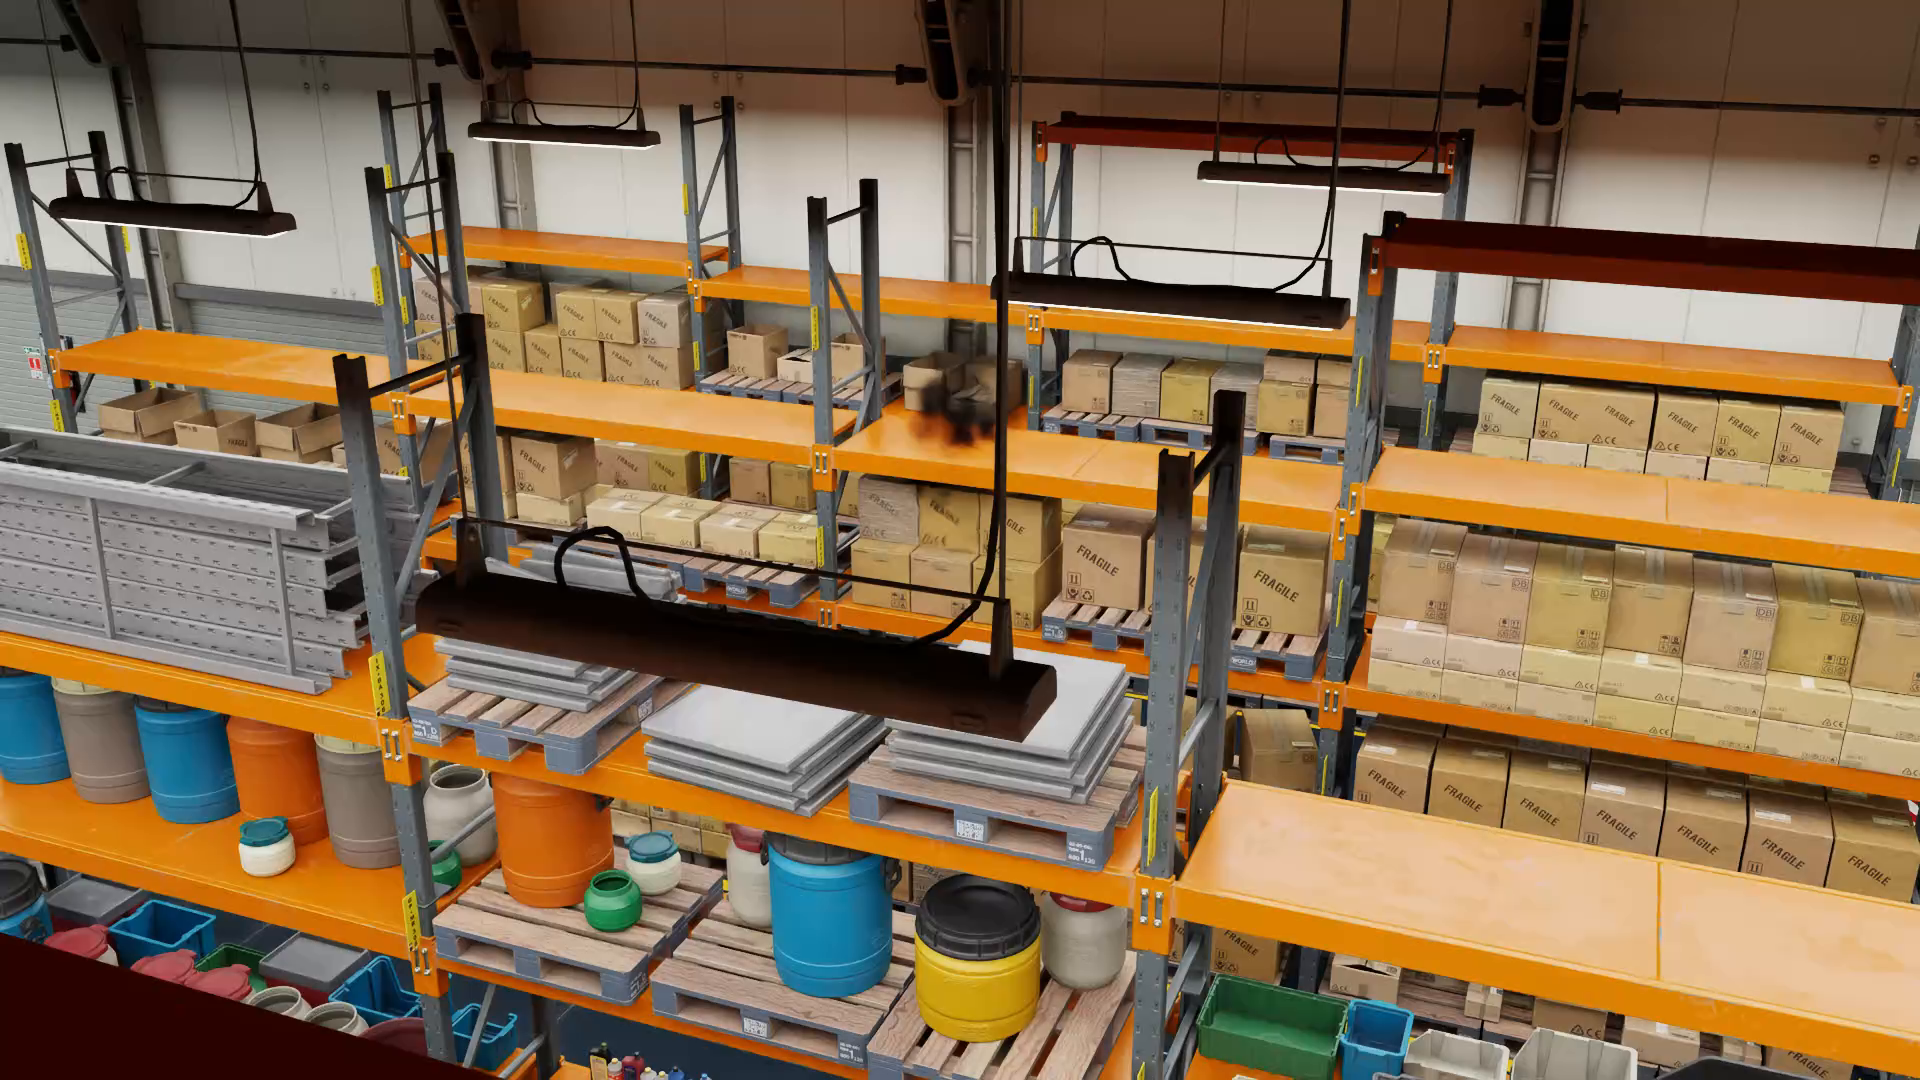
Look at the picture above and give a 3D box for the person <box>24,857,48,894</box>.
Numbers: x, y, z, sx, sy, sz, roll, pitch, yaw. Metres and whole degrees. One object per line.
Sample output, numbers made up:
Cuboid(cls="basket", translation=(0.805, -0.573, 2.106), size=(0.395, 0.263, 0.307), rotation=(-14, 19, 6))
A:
Cuboid(cls="person", translation=(-7.514, 2.294, 13.792), size=(0.843, 1.821, 0.636), rotation=(3, 21, 9))
